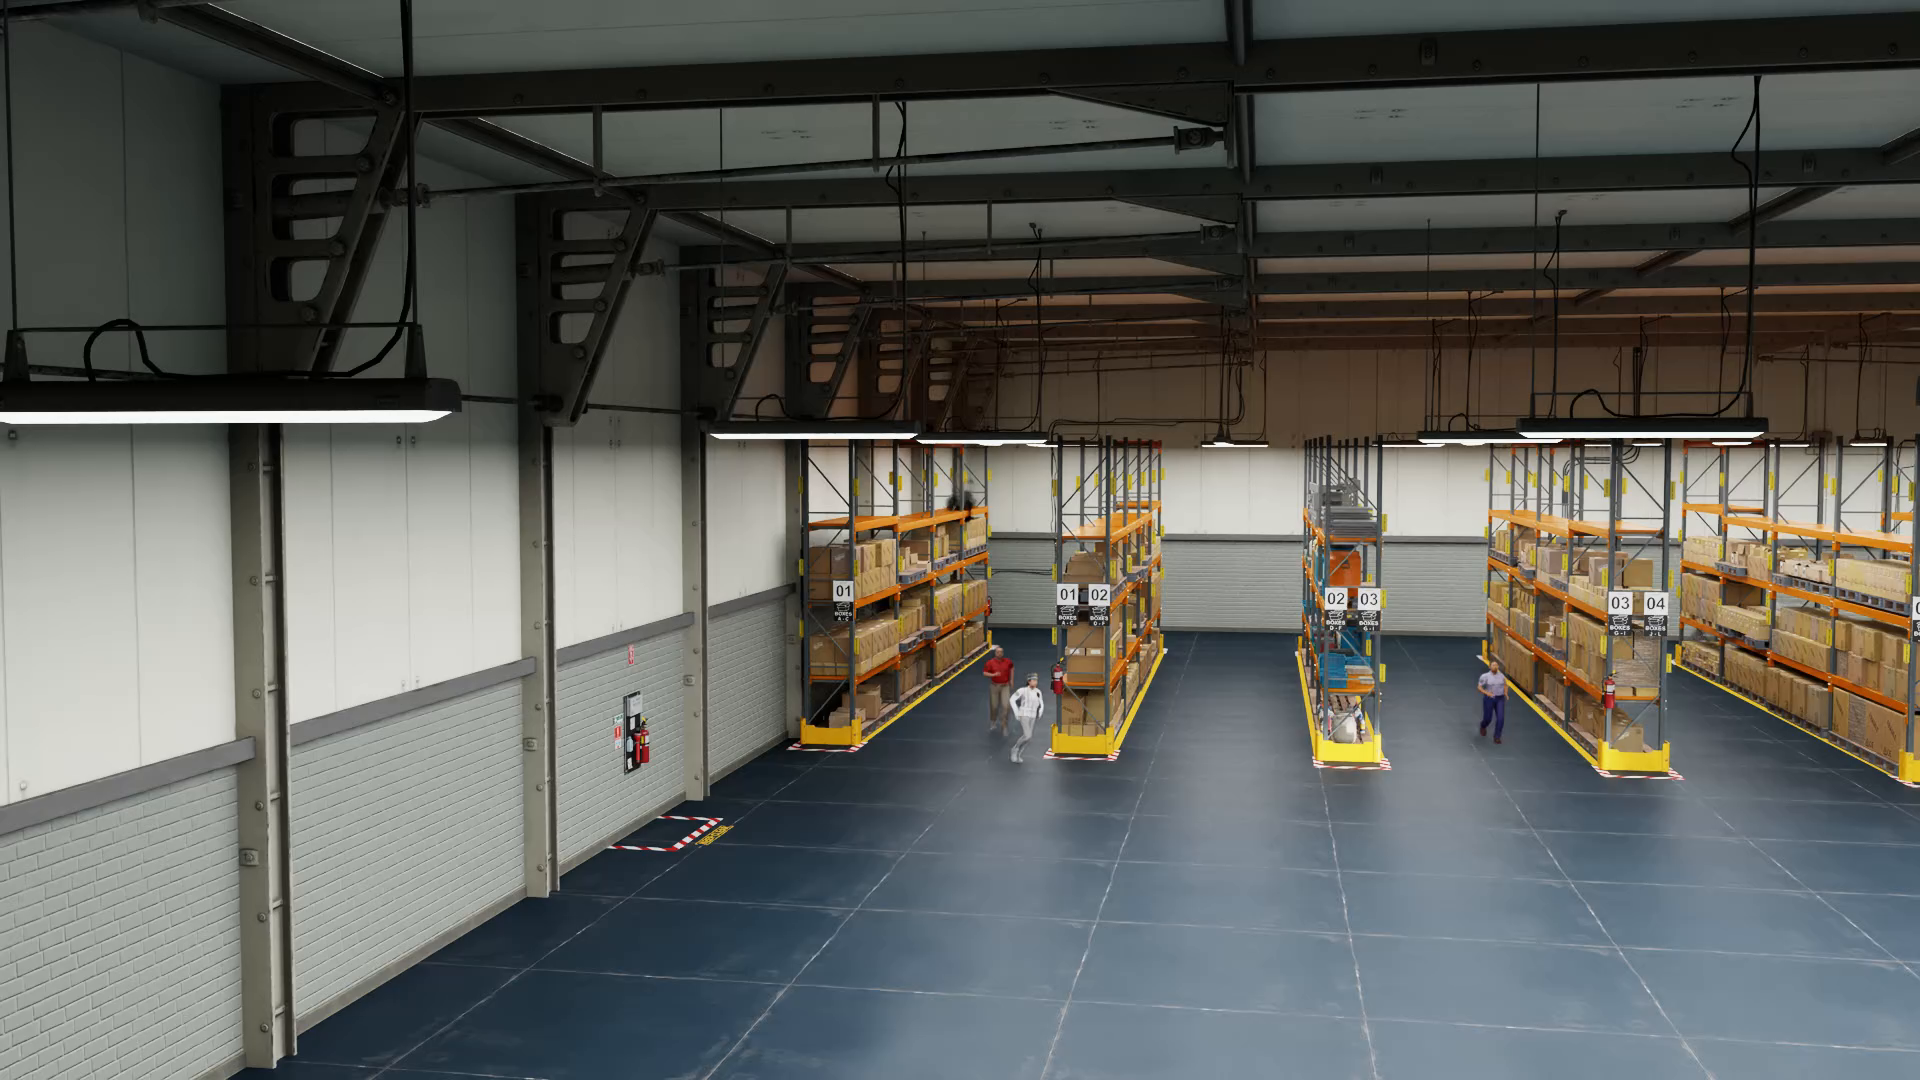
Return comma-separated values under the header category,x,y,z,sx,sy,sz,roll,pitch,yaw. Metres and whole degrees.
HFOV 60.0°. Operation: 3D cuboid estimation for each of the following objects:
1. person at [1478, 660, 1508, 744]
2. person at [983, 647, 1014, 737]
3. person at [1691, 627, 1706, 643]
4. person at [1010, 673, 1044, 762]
category,x,y,z,sx,sy,sz,roll,pitch,yaw
person,10.469,3.157,32.593,0.613,1.582,0.657,0,3,1
person,0.780,3.039,33.577,0.664,1.793,0.847,0,3,-5
person,20.312,2.395,45.616,0.789,1.754,0.698,3,4,43
person,1.267,3.252,30.426,0.651,1.632,0.538,-2,4,-31
